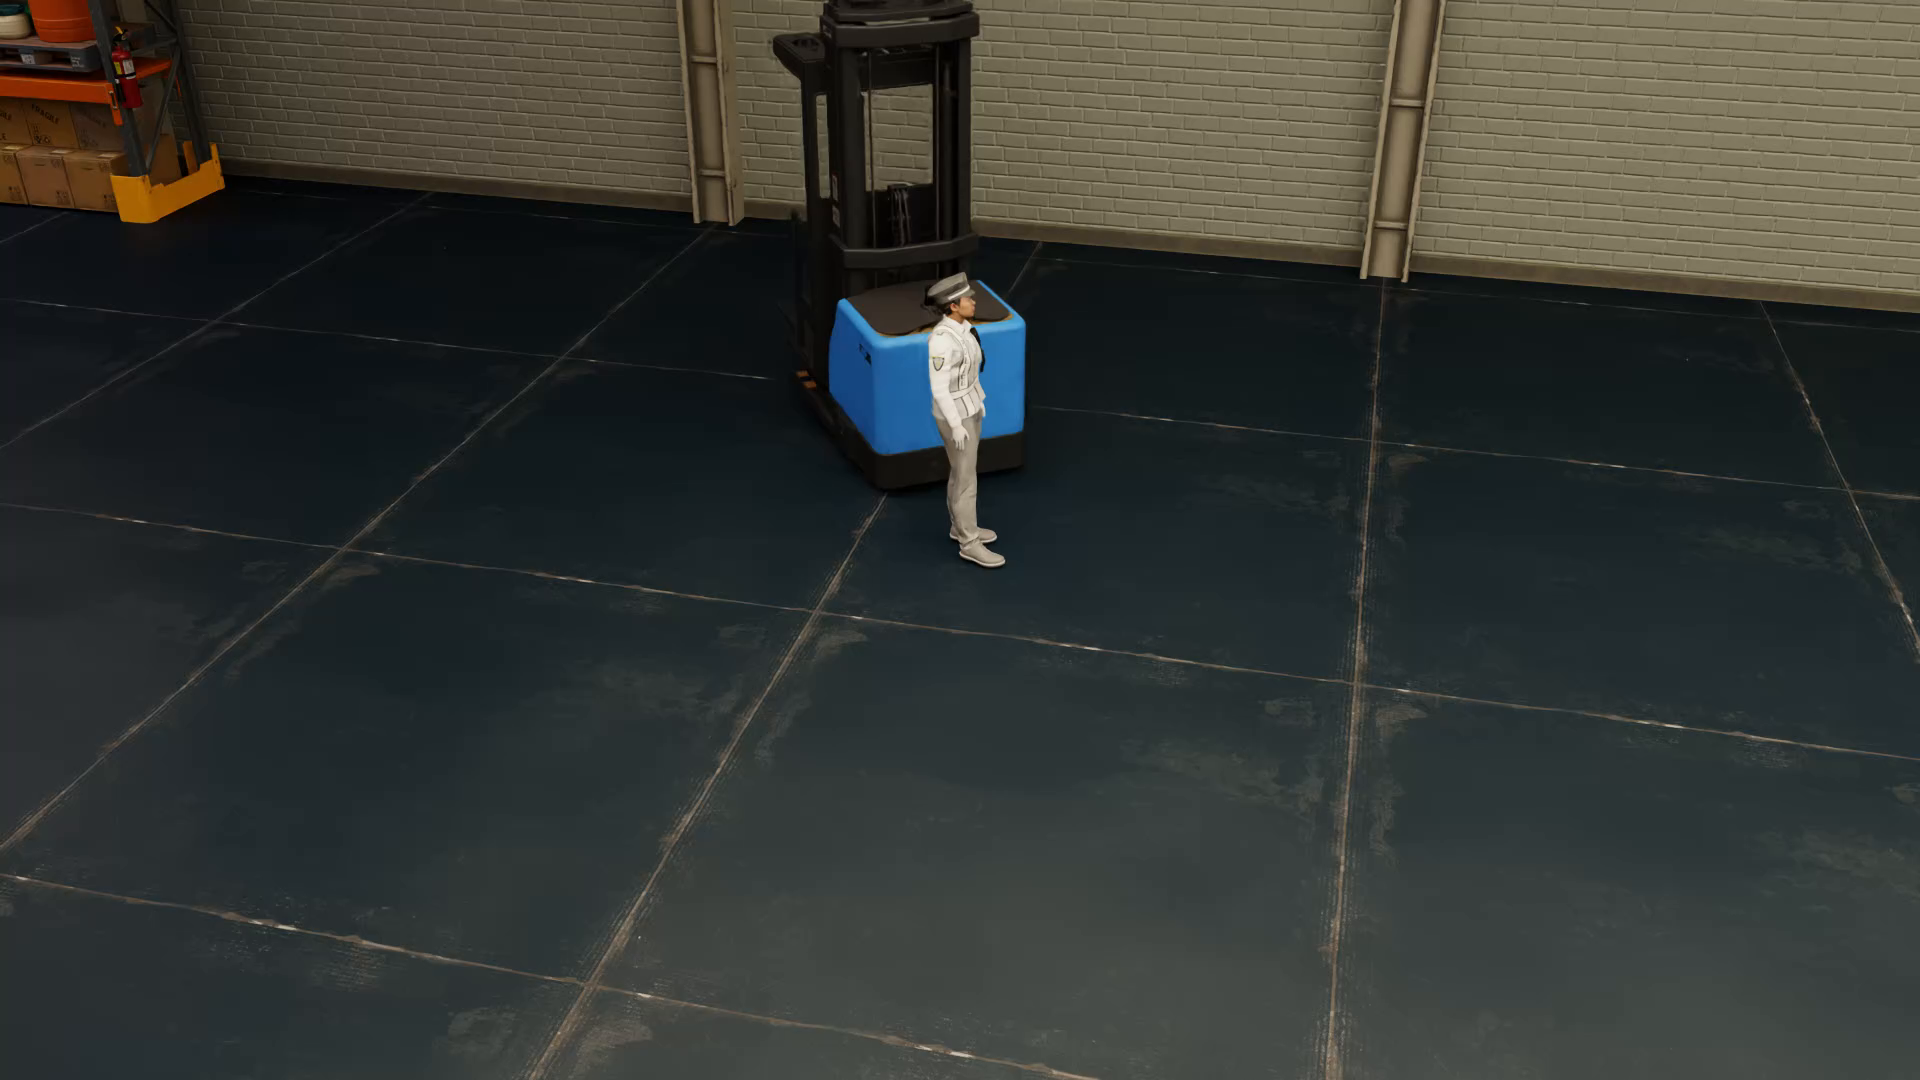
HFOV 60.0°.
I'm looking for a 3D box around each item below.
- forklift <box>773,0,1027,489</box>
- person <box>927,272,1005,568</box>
[{"bbox_3d":[-0.572,-2.310,11.247,1.130,2.935,3.031,-11,31,-18],"label":"forklift"},{"bbox_3d":[0.065,-0.732,9.702,0.530,1.694,0.586,7,30,12],"label":"person"}]
